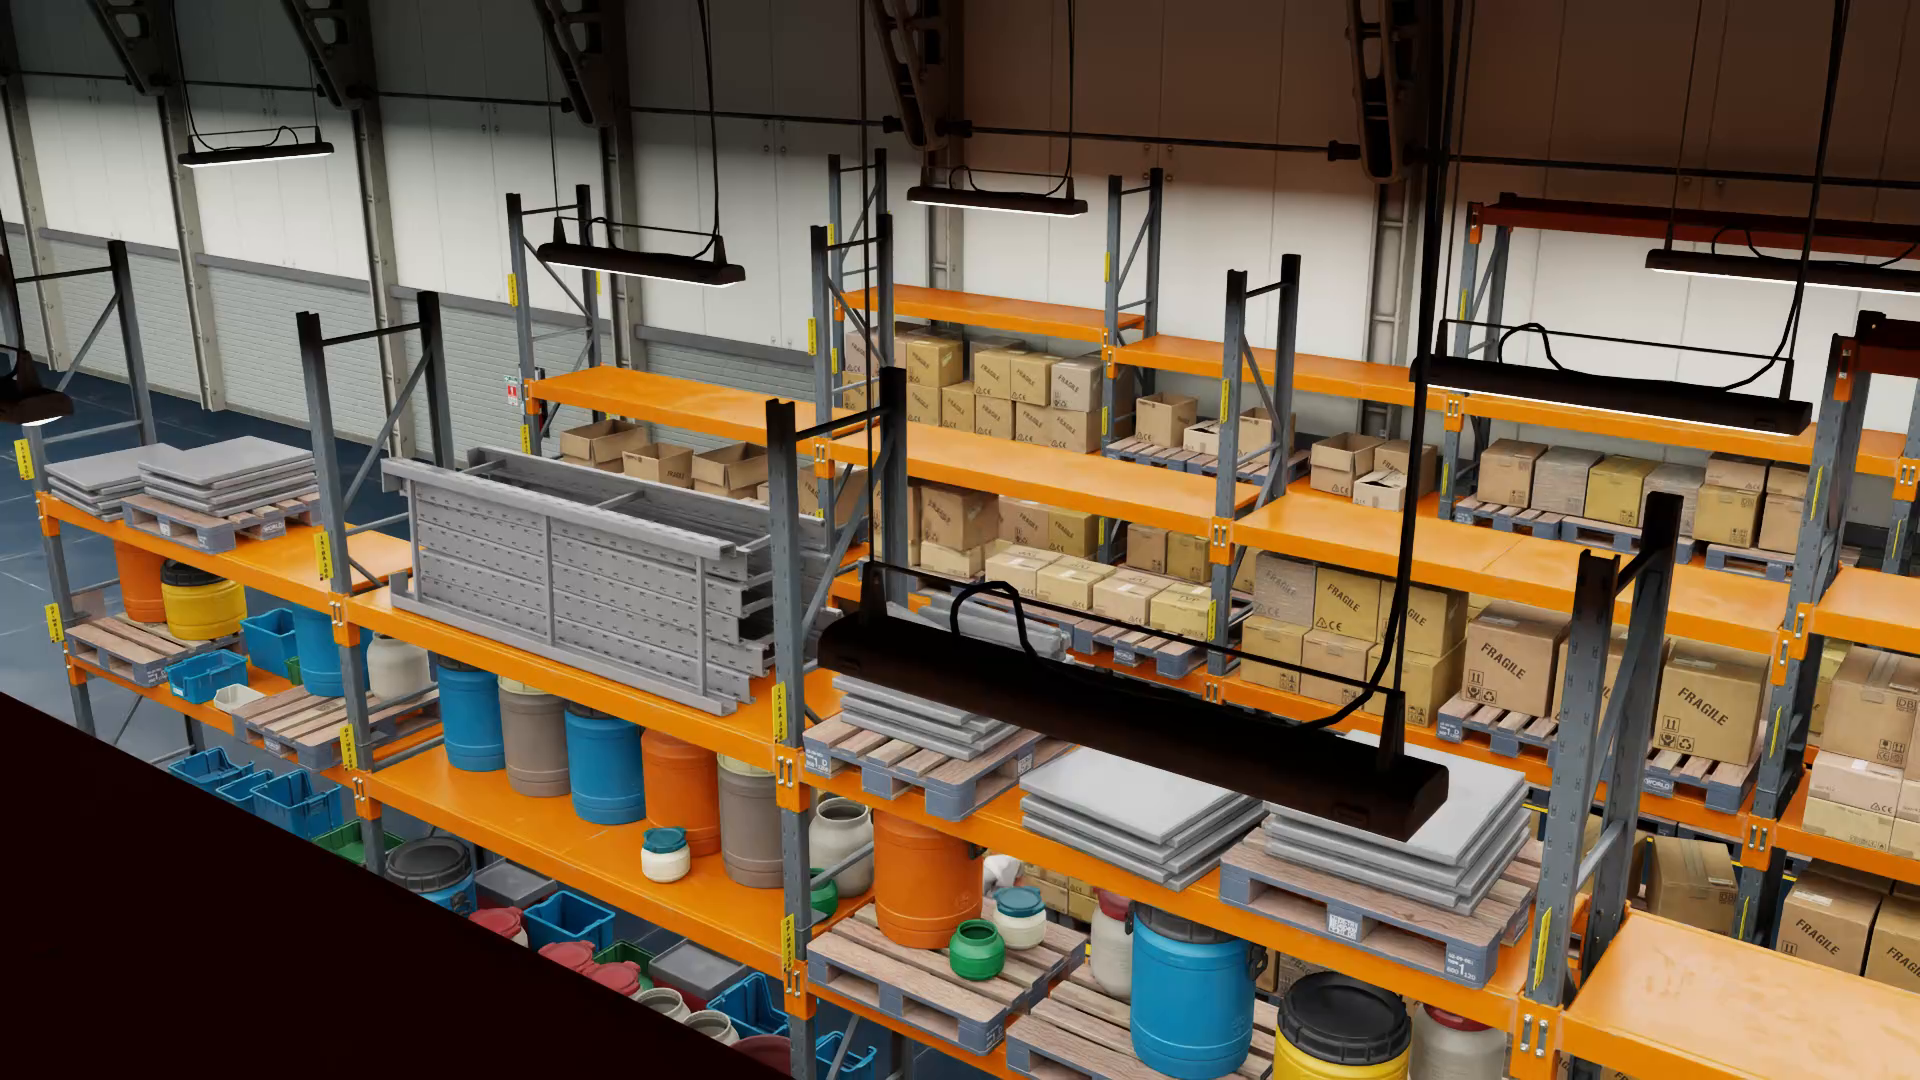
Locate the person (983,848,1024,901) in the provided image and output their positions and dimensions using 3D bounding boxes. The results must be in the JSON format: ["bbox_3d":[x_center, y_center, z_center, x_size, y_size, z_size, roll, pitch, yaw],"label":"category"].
[{"bbox_3d":[0.180,3.001,13.326,0.969,1.746,0.534,8,20,22],"label":"person"}]
